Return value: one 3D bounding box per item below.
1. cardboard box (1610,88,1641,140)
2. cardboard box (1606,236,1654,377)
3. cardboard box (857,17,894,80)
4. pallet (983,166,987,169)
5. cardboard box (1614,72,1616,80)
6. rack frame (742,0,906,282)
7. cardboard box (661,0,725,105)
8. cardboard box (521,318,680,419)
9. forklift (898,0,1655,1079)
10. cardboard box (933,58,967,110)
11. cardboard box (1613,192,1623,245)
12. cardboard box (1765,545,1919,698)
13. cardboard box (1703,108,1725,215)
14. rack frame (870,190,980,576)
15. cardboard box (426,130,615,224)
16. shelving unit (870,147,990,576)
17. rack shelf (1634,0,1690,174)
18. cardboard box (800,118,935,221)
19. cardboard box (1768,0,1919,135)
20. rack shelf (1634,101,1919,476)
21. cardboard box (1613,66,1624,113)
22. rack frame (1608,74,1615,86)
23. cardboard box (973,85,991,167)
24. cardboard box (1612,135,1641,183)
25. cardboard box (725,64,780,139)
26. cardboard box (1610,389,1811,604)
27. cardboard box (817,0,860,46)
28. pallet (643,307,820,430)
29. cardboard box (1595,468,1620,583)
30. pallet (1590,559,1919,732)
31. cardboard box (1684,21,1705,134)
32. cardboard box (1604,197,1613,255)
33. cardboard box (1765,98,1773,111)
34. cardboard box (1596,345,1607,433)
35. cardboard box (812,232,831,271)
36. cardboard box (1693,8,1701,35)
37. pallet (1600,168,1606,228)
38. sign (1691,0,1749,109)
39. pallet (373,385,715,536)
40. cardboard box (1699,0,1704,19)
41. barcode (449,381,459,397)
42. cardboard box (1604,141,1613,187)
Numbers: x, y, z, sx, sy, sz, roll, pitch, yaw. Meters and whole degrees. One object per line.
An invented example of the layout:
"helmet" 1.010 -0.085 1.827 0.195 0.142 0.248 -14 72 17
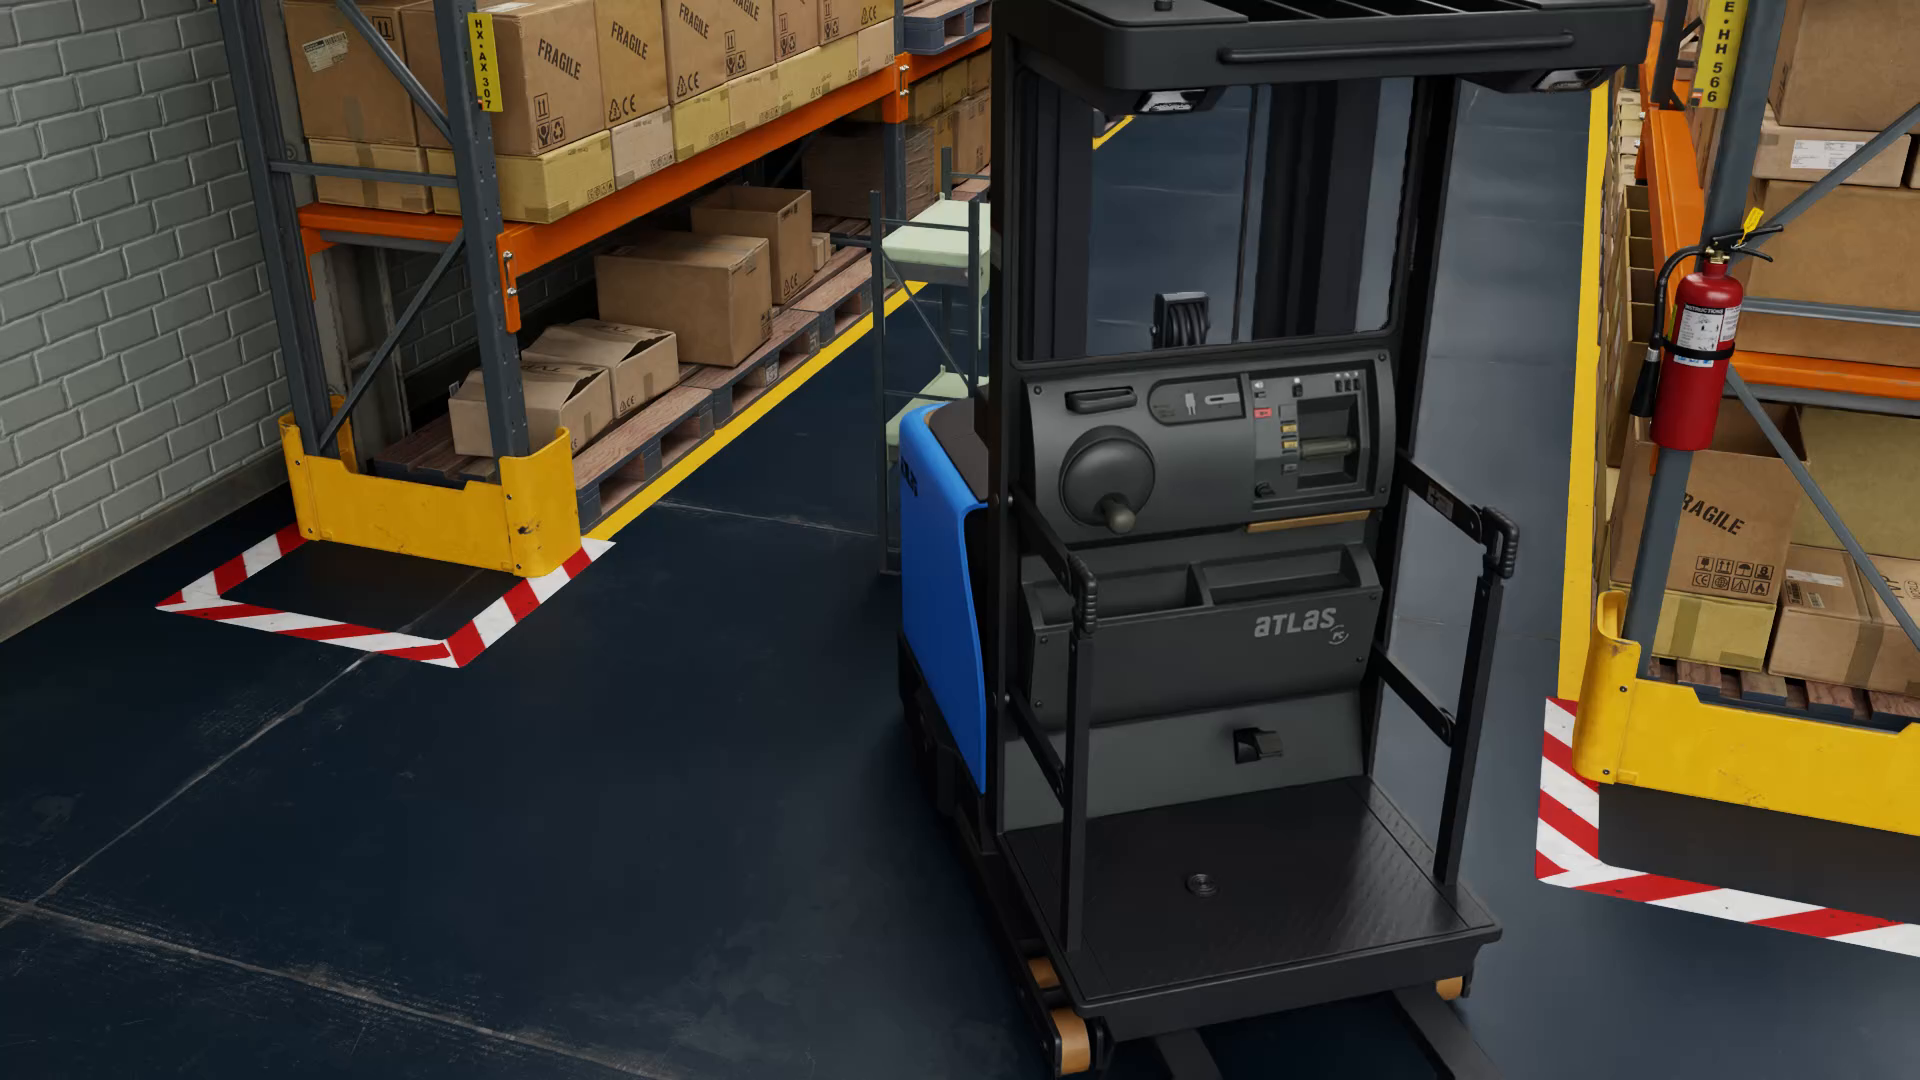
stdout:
"cardboard box" 4.746 -2.922 11.373 0.500 0.311 0.500 10 27 19
"cardboard box" 3.084 -0.980 7.144 0.500 0.500 0.500 9 27 17
"cardboard box" -0.678 -2.667 8.965 0.500 0.250 0.500 9 27 18
"pallet" 0.263 -3.032 12.769 1.003 0.211 1.213 9 27 17
"cardboard box" 5.970 -4.223 14.394 0.500 0.500 0.500 9 27 18
"rack frame" -0.807 -2.964 9.429 1.000 3.000 0.127 9 27 17
"cardboard box" -1.344 -2.165 7.067 0.500 0.500 0.500 8 27 16
"cardboard box" -1.633 -0.813 7.568 0.500 0.311 0.500 11 28 22
"forklift" 0.669 -0.203 3.806 1.130 2.935 3.031 -7 27 -13
"cardboard box" -0.264 -3.075 11.162 0.500 0.250 0.500 8 27 16
"cardboard box" 3.730 -1.659 8.764 0.500 0.311 0.500 9 27 17
"cardboard box" 2.923 0.257 5.450 0.500 0.250 0.500 9 27 17
"cardboard box" 3.215 -1.475 6.239 0.700 0.500 0.500 10 27 19
"rack frame" -0.124 -0.522 6.107 0.400 1.500 0.023 9 27 17
"cardboard box" -1.676 -1.416 6.382 0.500 0.250 0.500 8 27 16
"shelving unit" -0.002 -0.672 6.417 0.431 1.500 0.755 9 27 17
"rack shelf" 4.532 -2.745 9.803 1.077 0.370 4.000 9 27 17
"cardboard box" -0.577 -2.342 10.508 0.700 0.500 0.500 10 27 19
"cardboard box" 2.720 -1.444 4.687 0.700 0.500 0.500 9 27 18
"rack shelf" 3.200 -1.101 6.408 1.077 0.370 4.000 9 27 17
"cardboard box" 5.459 -3.595 13.096 0.500 0.500 0.500 8 27 16
"rack frame" 6.528 -5.535 14.739 1.000 3.000 0.127 9 27 17
"cardboard box" -0.086 -2.974 11.814 0.700 0.500 0.500 9 27 17
"cardboard box" 4.237 -2.284 10.056 0.500 0.311 0.500 8 27 17
"cardboard box" -1.171 -2.047 7.686 0.500 0.250 0.500 9 27 18
"cardboard box" 2.433 -0.156 5.442 0.500 0.500 0.500 9 27 17
"cardboard box" -0.833 -2.798 8.375 0.500 0.500 0.500 9 27 17
"pallet" -1.401 -0.925 8.417 1.003 0.211 1.213 9 27 17
"cardboard box" 2.590 -0.025 6.033 0.500 0.250 0.500 9 27 17
"pallet" 2.750 0.331 5.823 1.003 0.211 1.213 9 27 17
"cardboard box" 3.724 -2.109 7.548 0.700 0.500 0.500 8 27 16
"cardboard box" 4.070 -1.829 9.758 0.500 0.250 0.500 9 27 19
"cardboard box" 2.568 -1.233 4.995 0.380 0.149 0.250 9 27 19
"cardboard box" 3.083 -0.642 7.308 0.500 0.250 0.500 9 27 17
"cardboard box" -0.956 -1.662 9.488 0.380 0.166 0.250 5 26 11
"cardboard box" 4.479 -3.028 9.446 0.500 0.500 0.500 9 27 18
"pallet" 4.886 -2.303 11.264 1.003 0.211 1.213 9 27 17
"sign" 2.028 -1.315 4.424 0.100 0.325 0.005 9 27 17
"pallet" -1.809 -0.425 7.385 1.003 0.211 1.213 9 27 17
"cardboard box" 3.511 -2.398 7.403 0.380 0.149 0.250 9 27 18
"barcode" -2.194 -0.649 7.218 0.001 0.075 0.075 9 27 17
"cardboard box" 4.579 -2.463 11.068 0.500 0.250 0.500 8 27 16
